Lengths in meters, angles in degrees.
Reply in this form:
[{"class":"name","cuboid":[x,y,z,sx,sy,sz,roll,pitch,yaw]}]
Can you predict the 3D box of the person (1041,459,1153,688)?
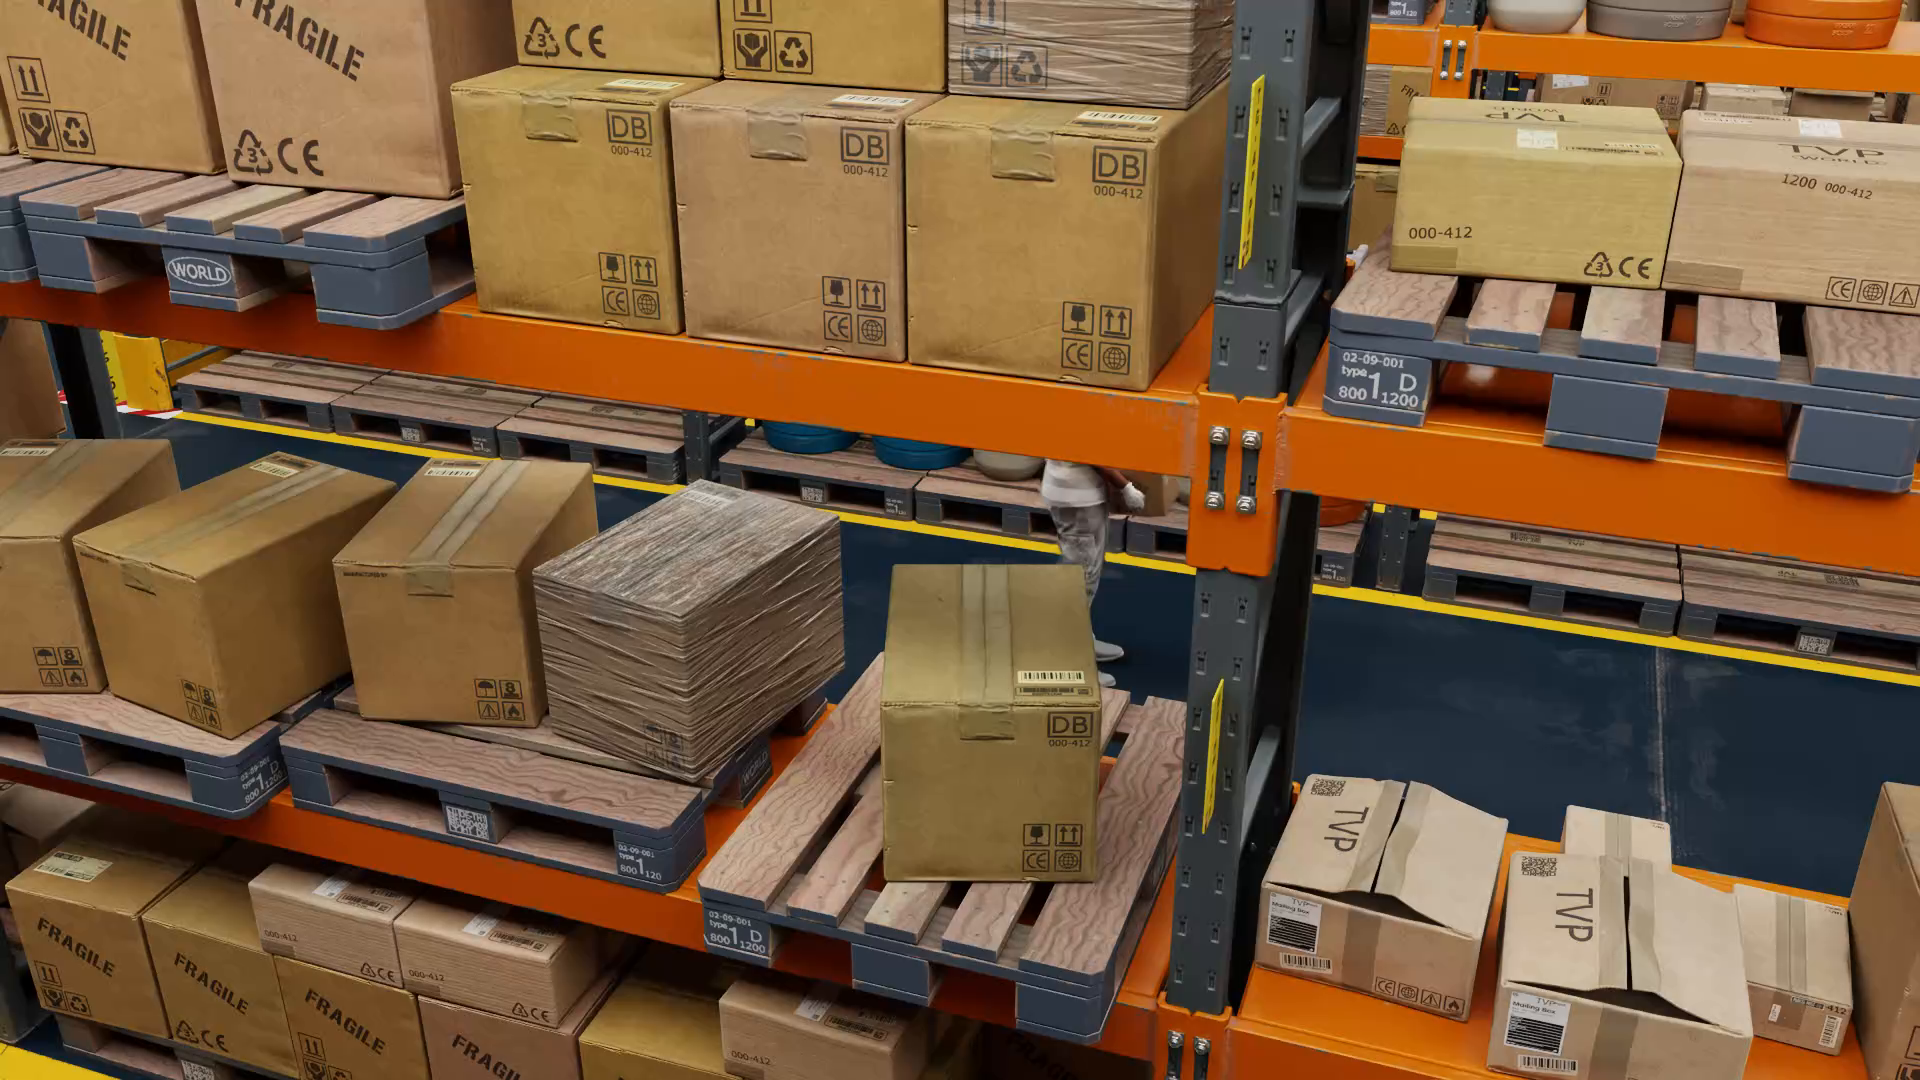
[{"class":"person","cuboid":[0.634,-0.202,7.509,0.569,1.787,0.502,5,26,11]}]
